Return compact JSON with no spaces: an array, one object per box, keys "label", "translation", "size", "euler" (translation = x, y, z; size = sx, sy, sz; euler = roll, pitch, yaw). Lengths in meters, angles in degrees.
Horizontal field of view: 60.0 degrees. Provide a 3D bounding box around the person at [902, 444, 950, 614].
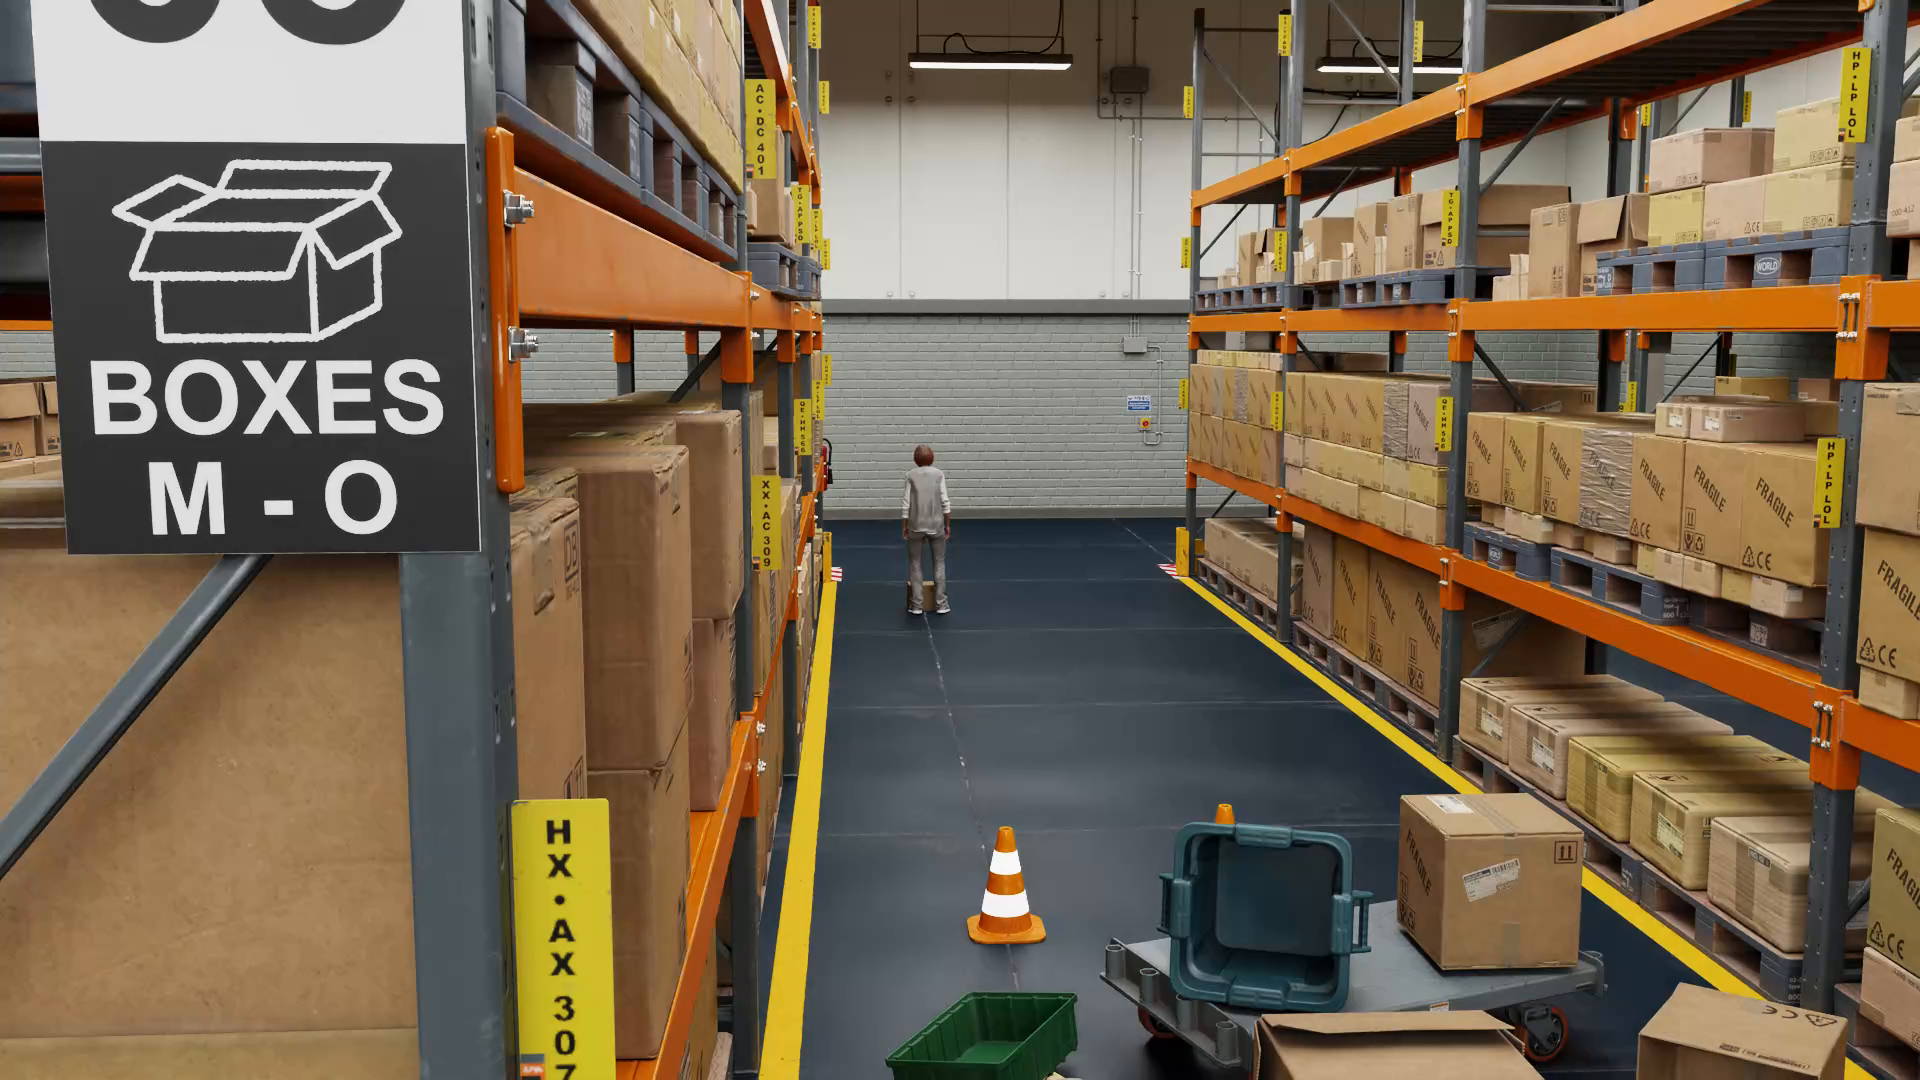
[{"label":"person","translation":[-0.318,-0.098,15.597],"size":[0.460,1.593,0.348],"euler":[-1,7,-5]}]
